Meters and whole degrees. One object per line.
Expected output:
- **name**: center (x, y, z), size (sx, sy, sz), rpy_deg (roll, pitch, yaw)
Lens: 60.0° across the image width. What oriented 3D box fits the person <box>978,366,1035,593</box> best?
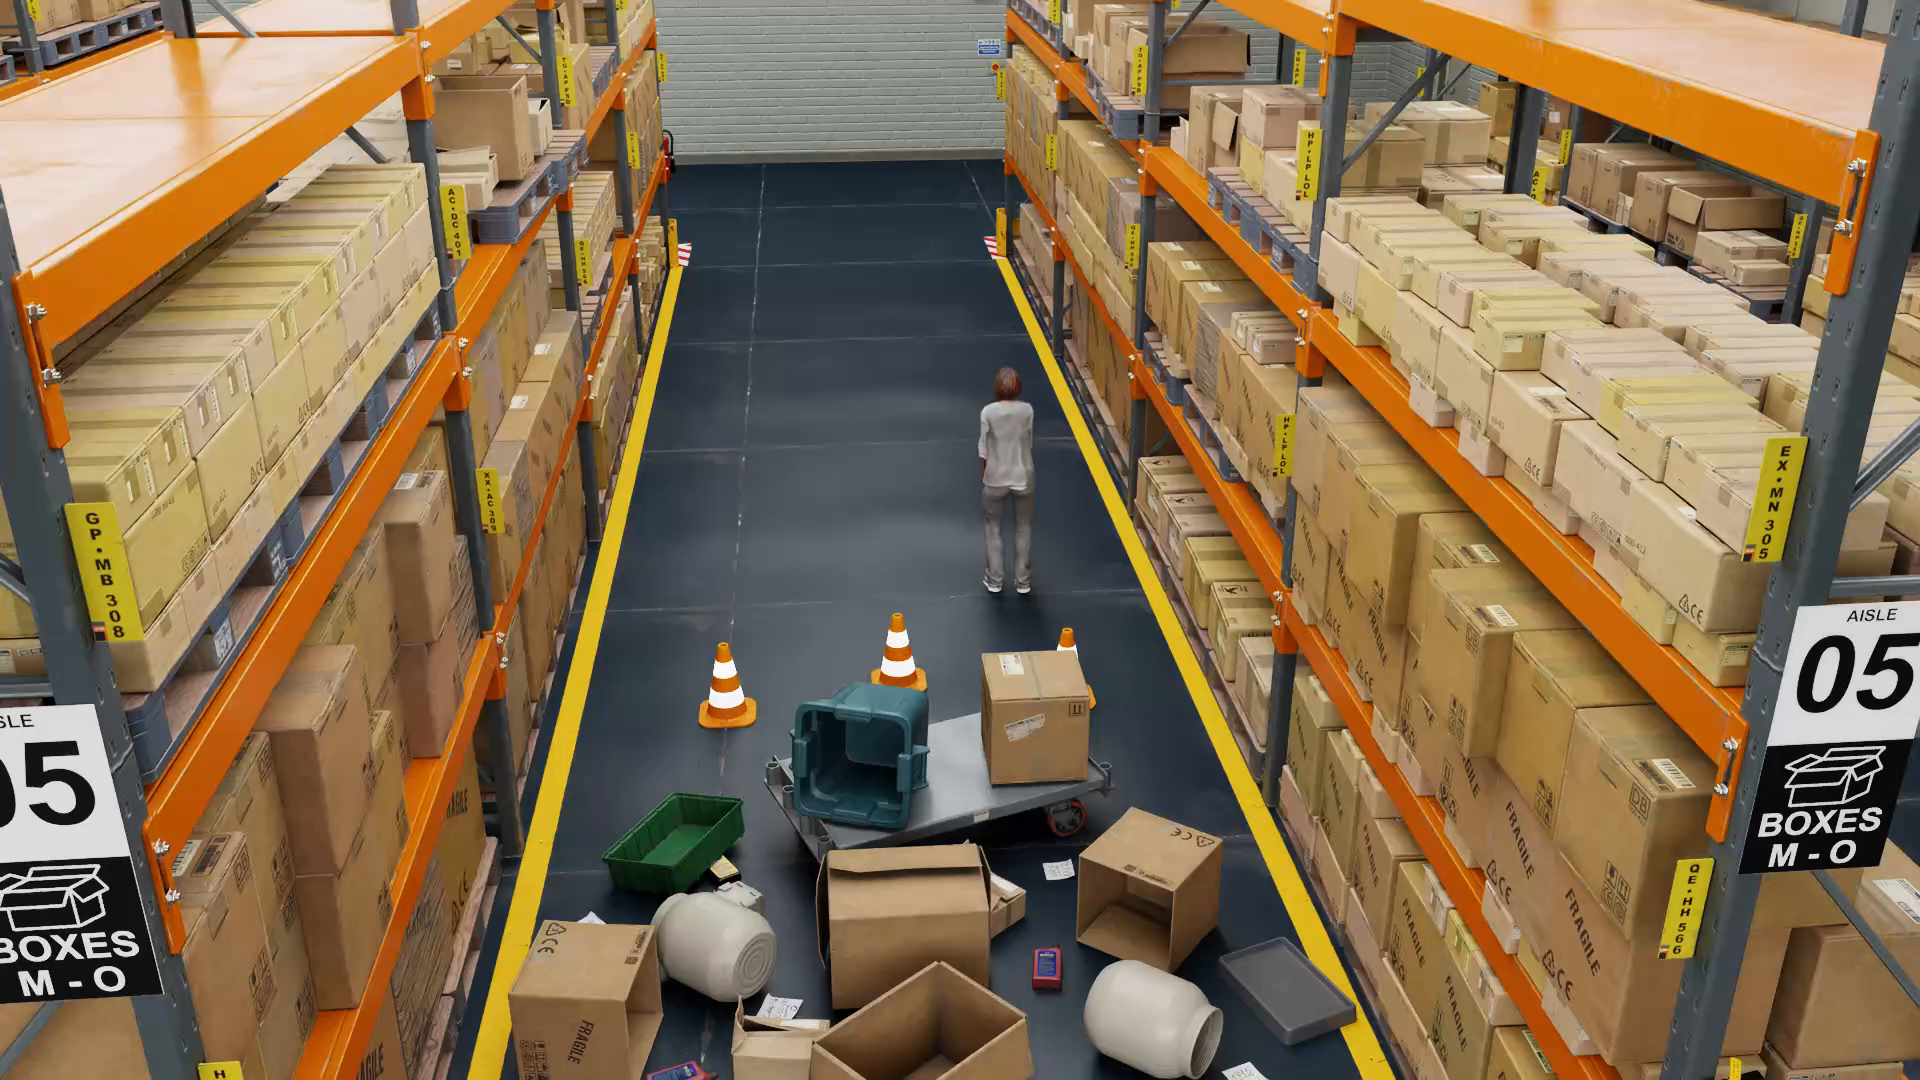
- **person**: center (0.313, -0.416, 11.248), size (0.374, 1.594, 0.513), rpy_deg (-3, 24, -6)
